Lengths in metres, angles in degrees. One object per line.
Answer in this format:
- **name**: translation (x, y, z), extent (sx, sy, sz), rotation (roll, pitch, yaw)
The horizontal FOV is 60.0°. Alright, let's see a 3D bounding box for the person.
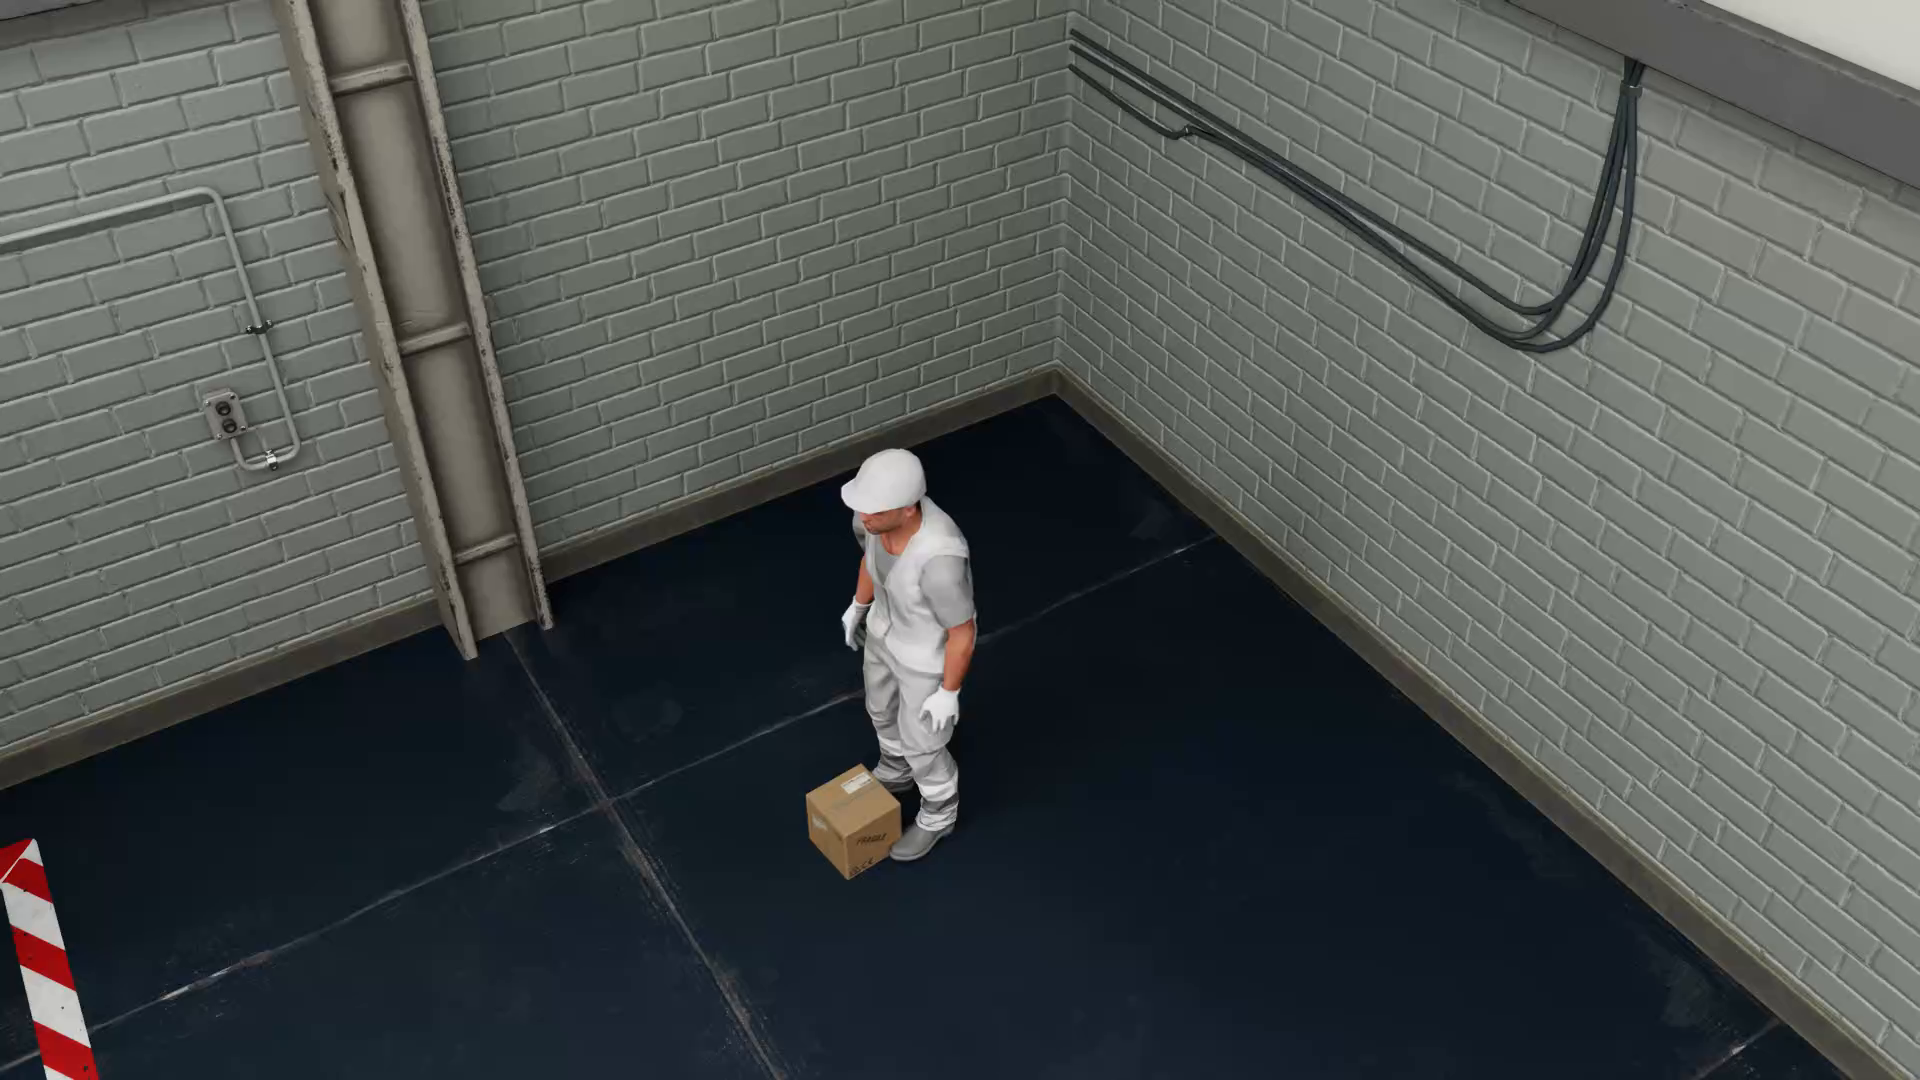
- **person**: translation (-0.182, 0.384, 5.693), extent (0.445, 1.781, 0.622), rotation (-24, 46, -26)
